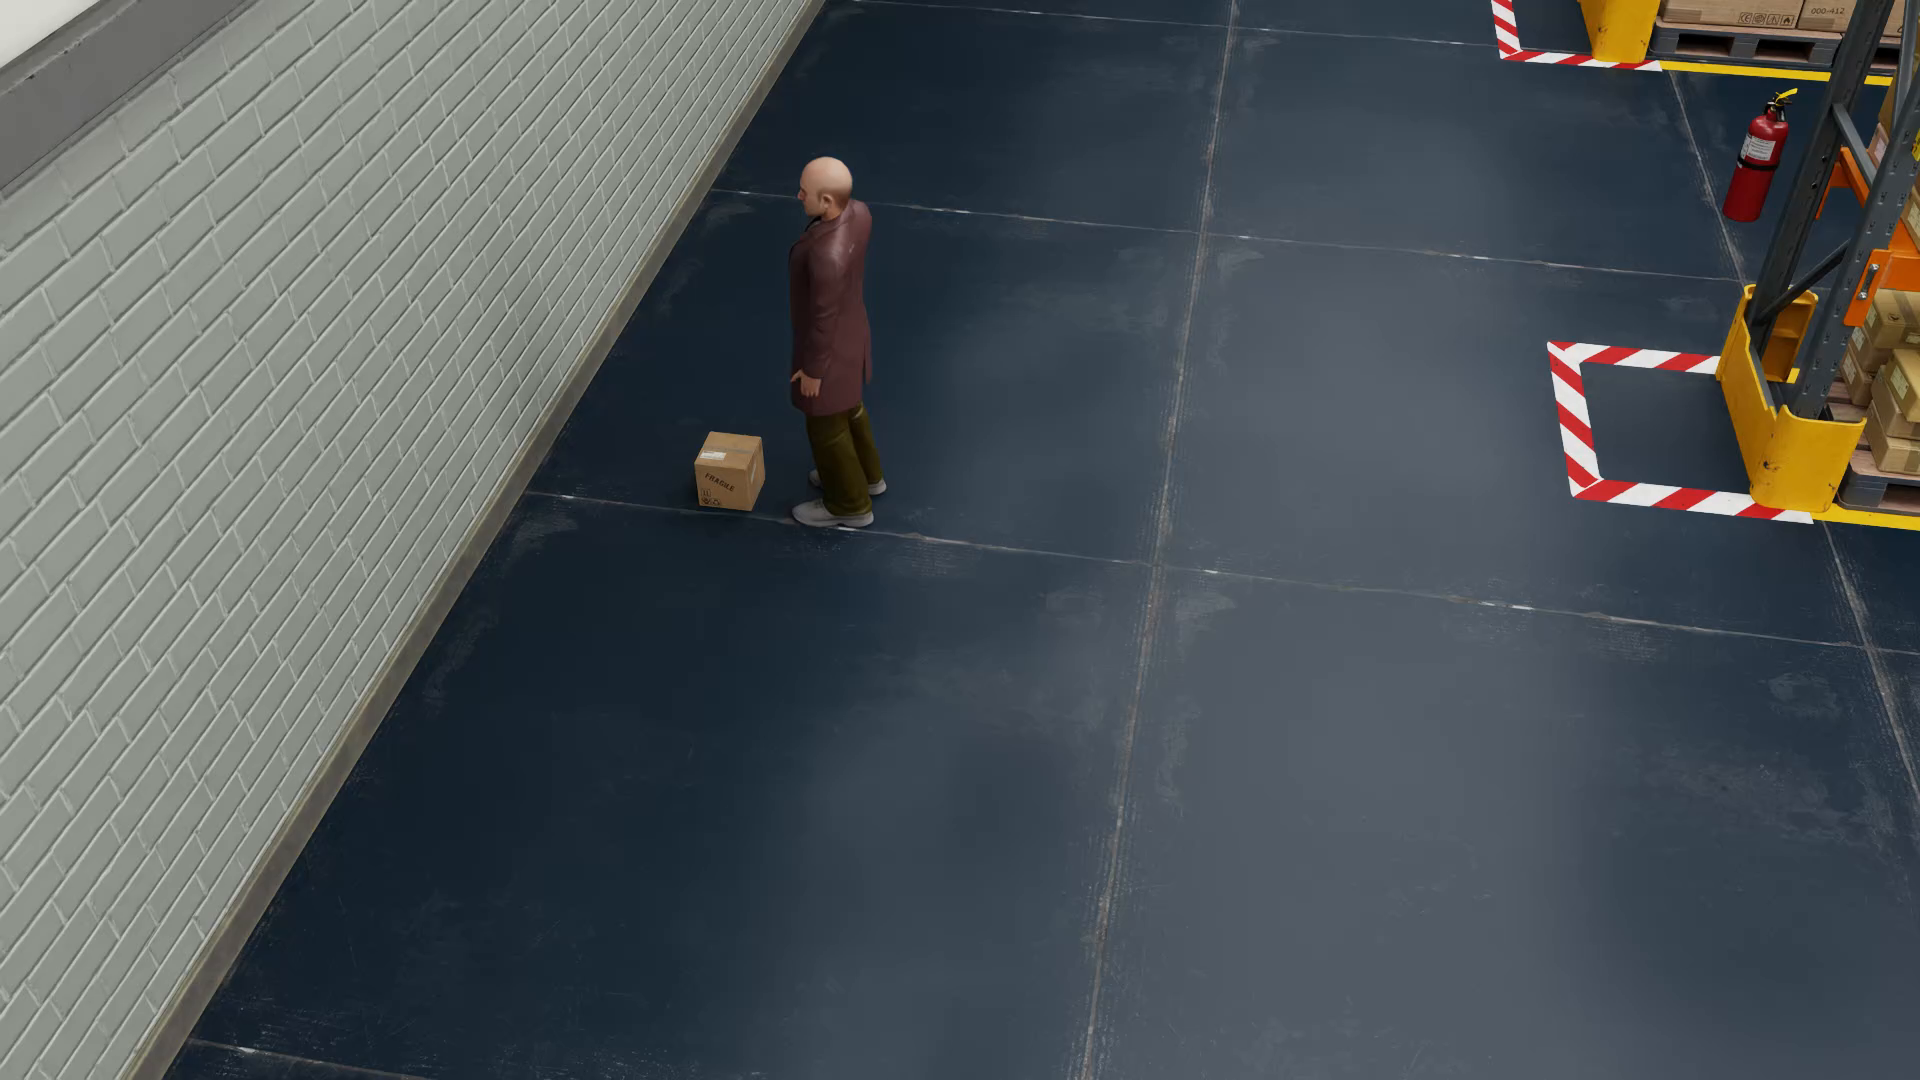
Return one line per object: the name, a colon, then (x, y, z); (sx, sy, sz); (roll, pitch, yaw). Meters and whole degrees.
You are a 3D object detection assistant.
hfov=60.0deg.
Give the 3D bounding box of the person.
person: (-0.563, -0.833, 7.165); (0.377, 1.779, 0.561); (7, 41, 9)
